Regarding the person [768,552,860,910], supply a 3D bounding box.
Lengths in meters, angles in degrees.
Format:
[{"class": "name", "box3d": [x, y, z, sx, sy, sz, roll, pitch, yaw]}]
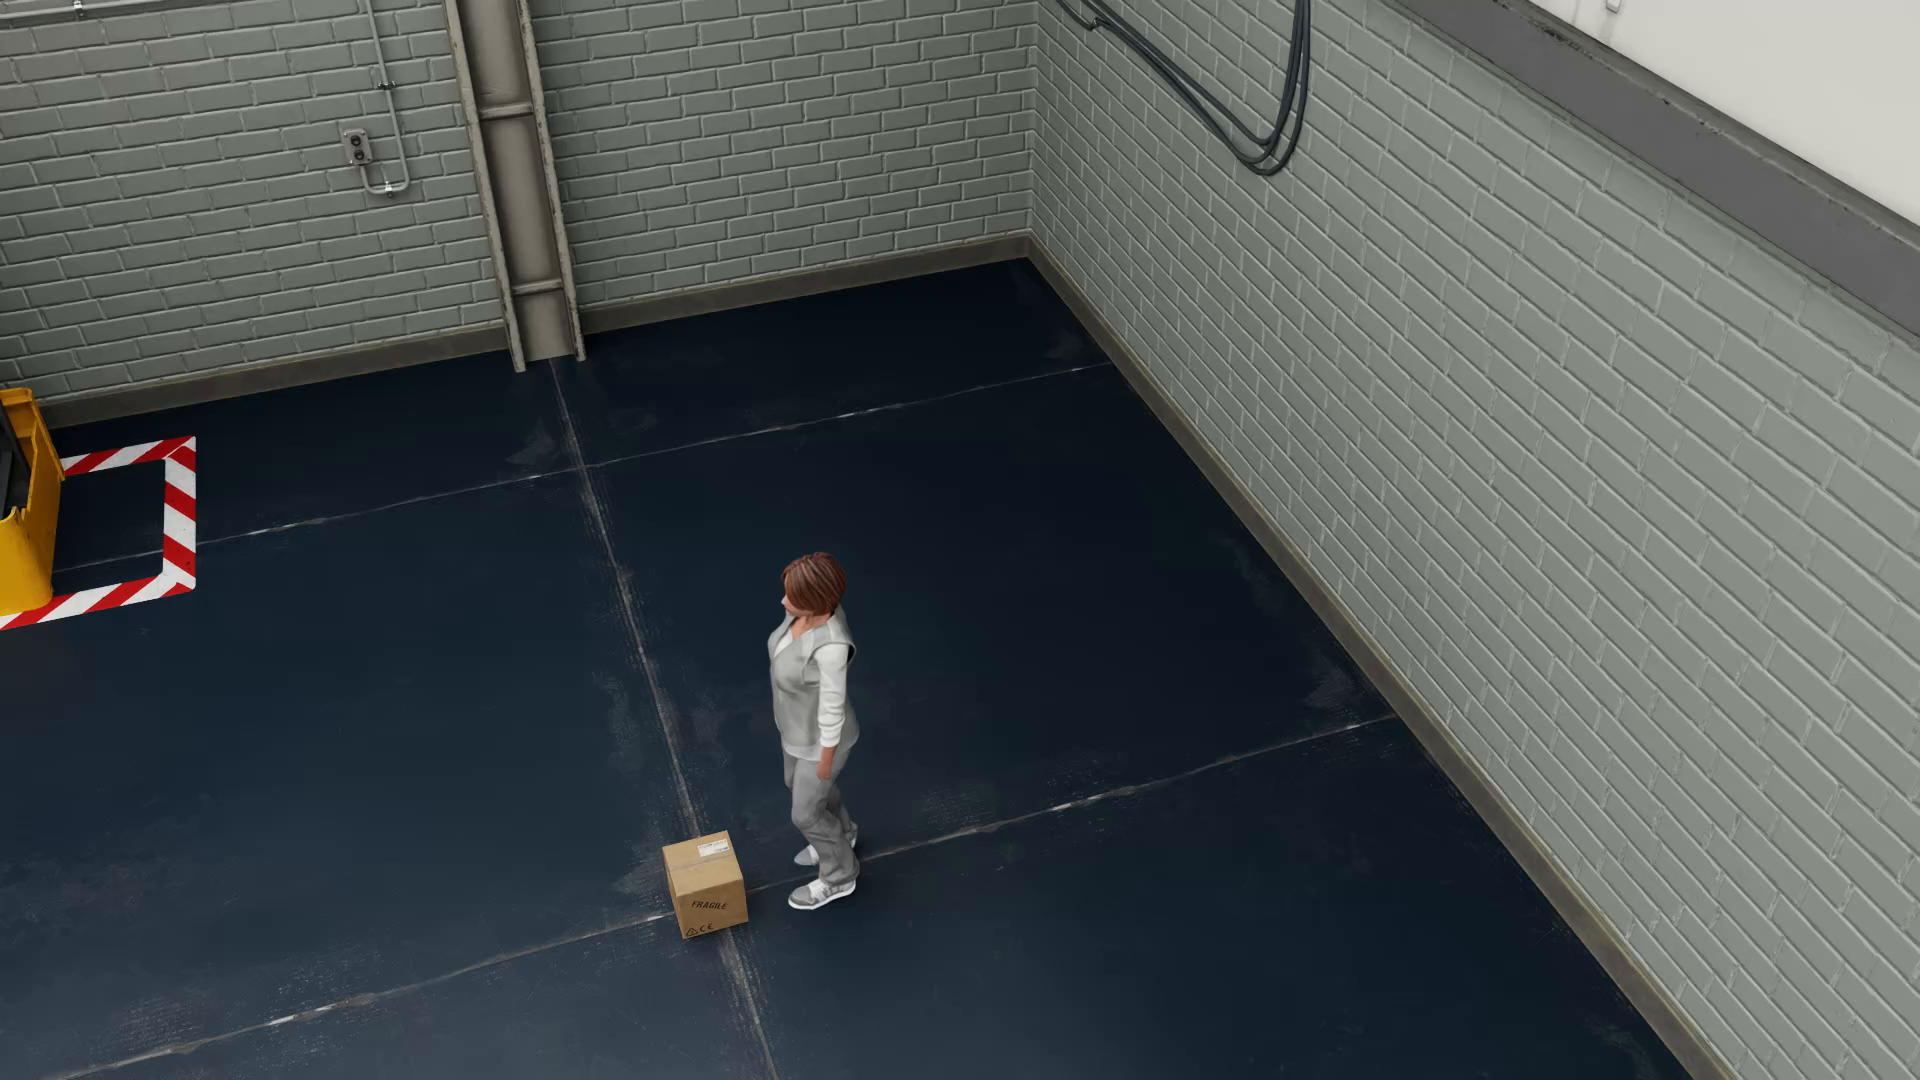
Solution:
[{"class": "person", "box3d": [-0.521, 0.700, 5.940, 0.331, 1.624, 0.409, -11, 40, -14]}]
